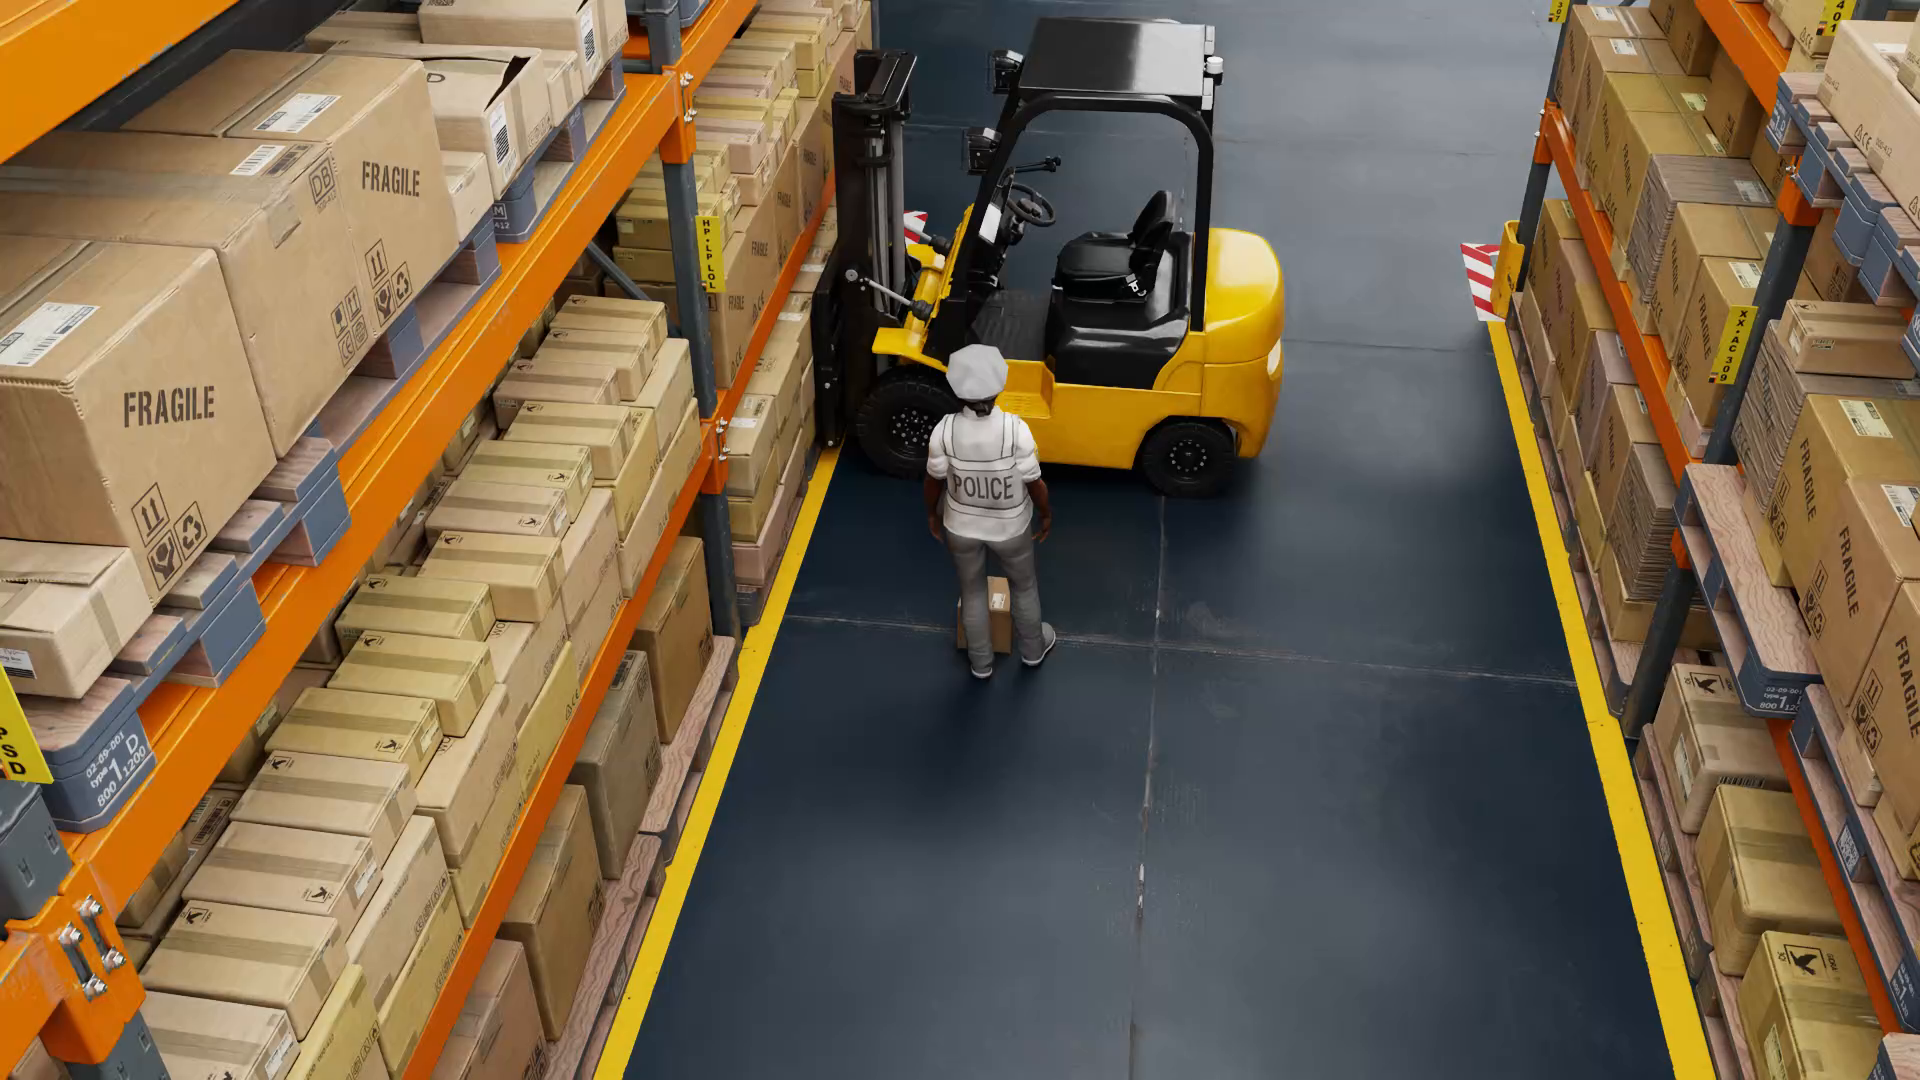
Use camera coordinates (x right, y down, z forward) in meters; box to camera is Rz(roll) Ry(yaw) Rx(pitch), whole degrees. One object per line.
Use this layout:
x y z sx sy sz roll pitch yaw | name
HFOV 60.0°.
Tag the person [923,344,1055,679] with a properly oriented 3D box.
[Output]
0.140 -0.122 7.162 0.570 1.695 0.528 4 37 6 | person
